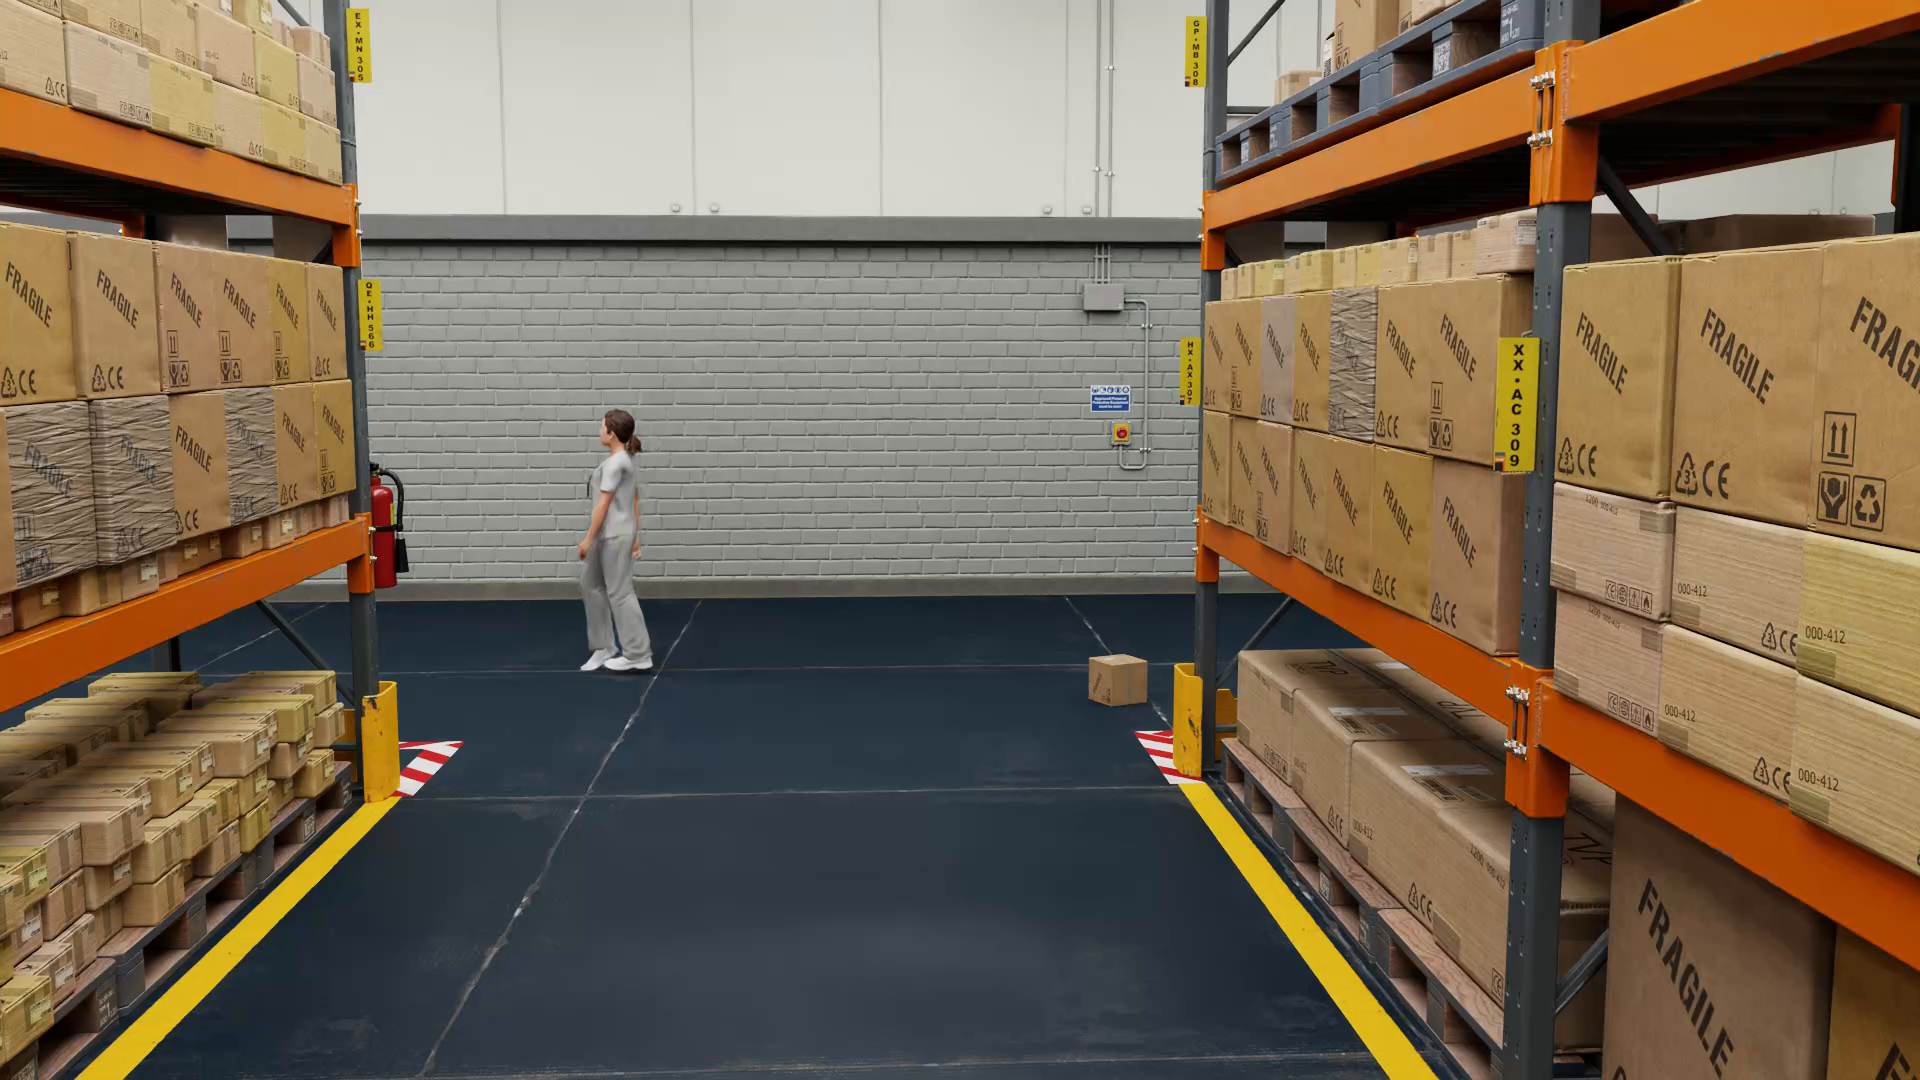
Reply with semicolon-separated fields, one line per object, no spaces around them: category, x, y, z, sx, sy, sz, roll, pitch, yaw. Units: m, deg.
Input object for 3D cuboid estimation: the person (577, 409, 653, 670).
person;-2.221;0.031;10.581;0.514;1.727;0.445;0;7;1
